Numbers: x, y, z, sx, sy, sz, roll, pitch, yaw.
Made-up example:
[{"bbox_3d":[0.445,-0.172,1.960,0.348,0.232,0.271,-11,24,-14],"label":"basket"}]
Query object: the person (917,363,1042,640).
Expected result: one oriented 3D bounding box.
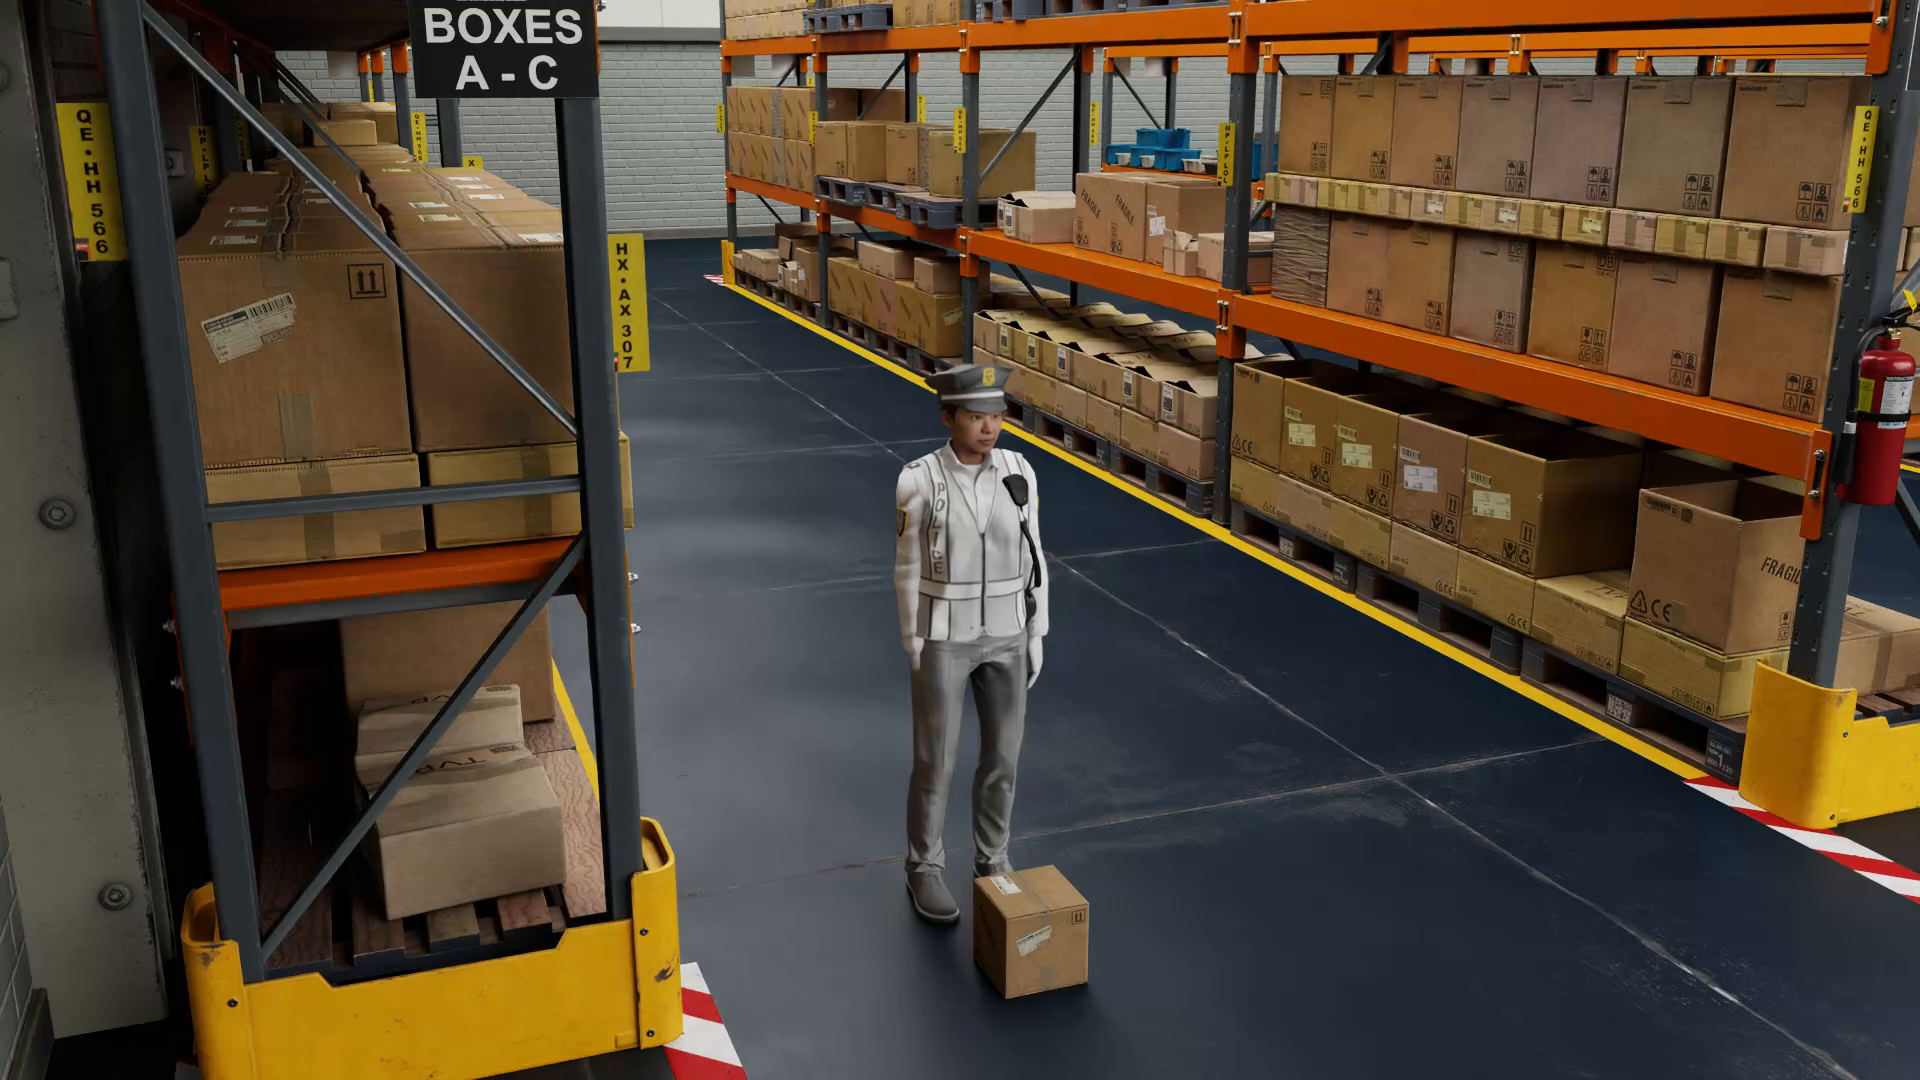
[{"bbox_3d":[0.042,-0.119,4.819,0.373,0.809,0.340,-5,17,-19],"label":"person"}]
